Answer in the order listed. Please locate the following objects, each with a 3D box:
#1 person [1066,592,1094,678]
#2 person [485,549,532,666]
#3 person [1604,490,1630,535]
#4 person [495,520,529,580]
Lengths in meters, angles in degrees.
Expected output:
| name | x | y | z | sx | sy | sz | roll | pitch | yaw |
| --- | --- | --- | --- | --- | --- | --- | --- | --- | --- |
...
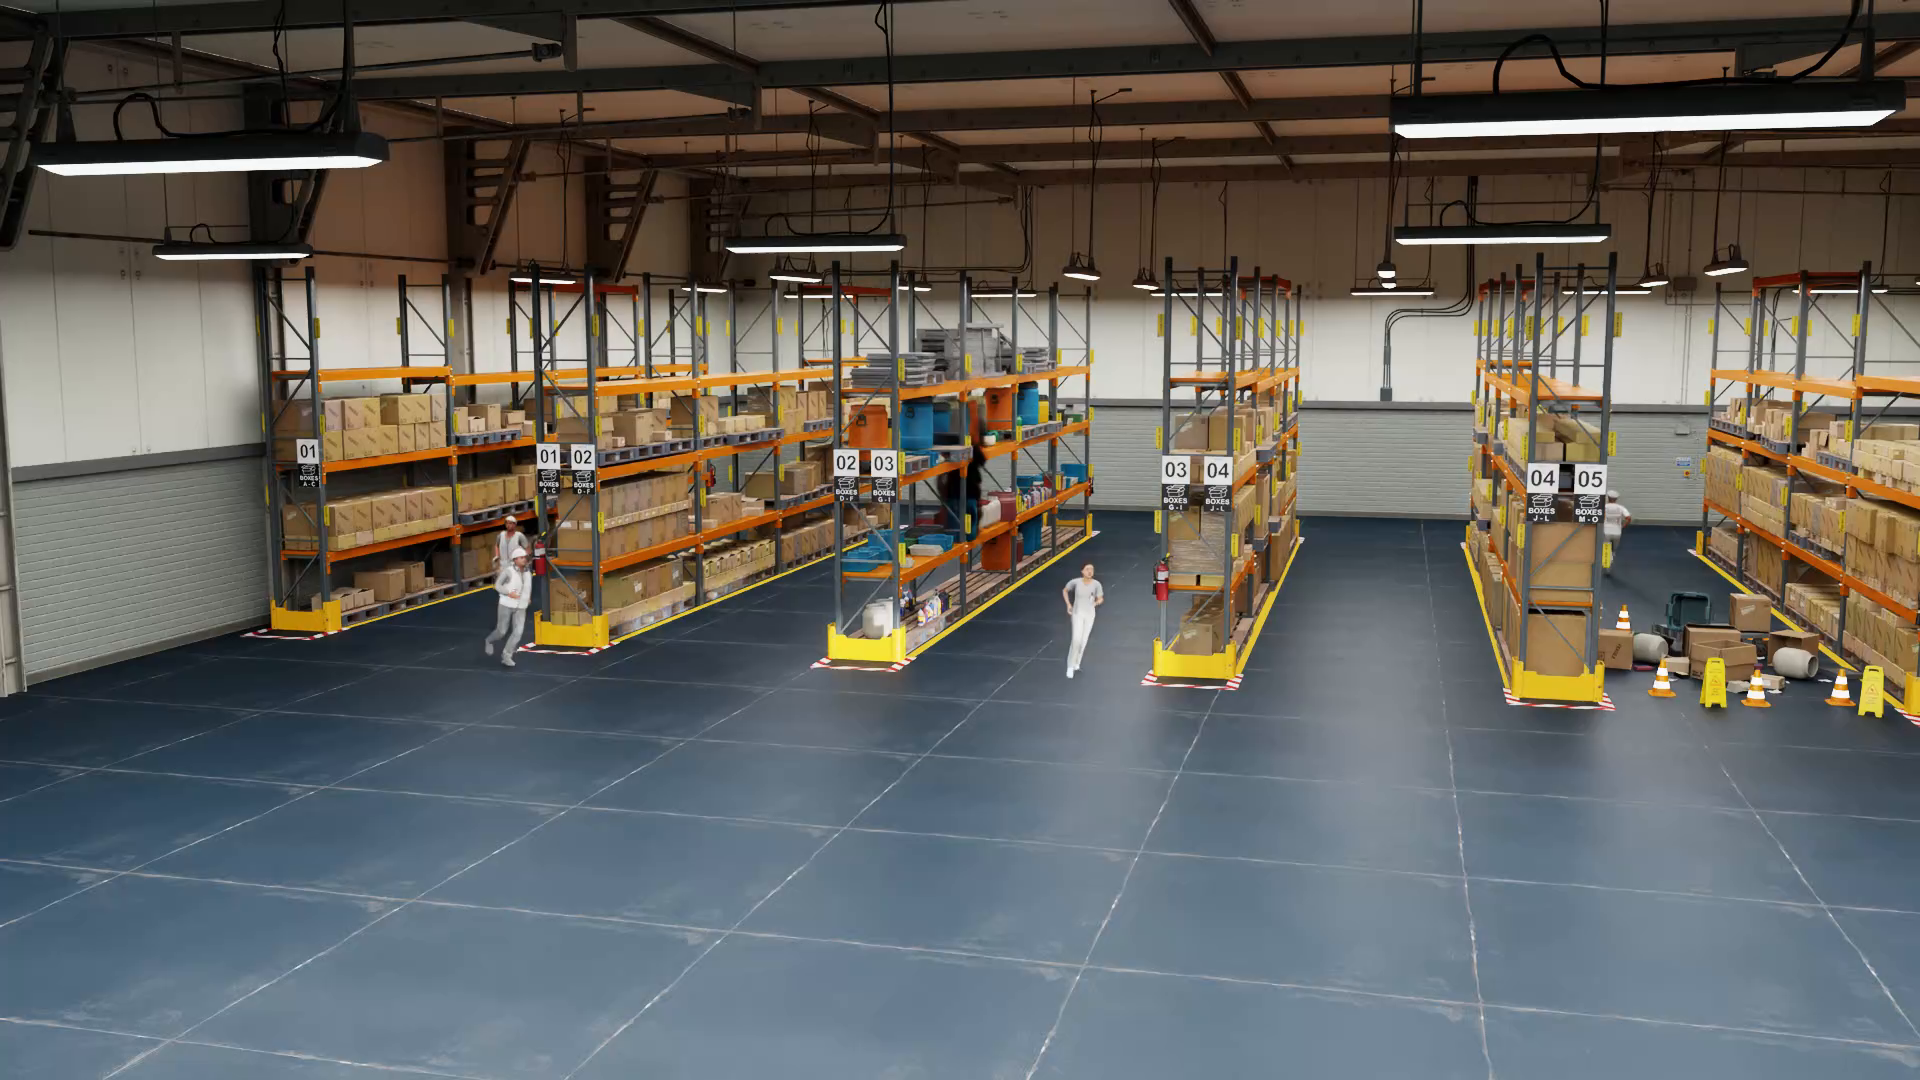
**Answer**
| name | x | y | z | sx | sy | sz | roll | pitch | yaw |
| --- | --- | --- | --- | --- | --- | --- | --- | --- | --- |
| person | 1.728 | 1.355 | 24.204 | 0.432 | 1.260 | 0.666 | -1 | 7 | -7 |
| person | -6.733 | 0.982 | 25.114 | 0.693 | 1.723 | 0.858 | -6 | 10 | -40 |
| person | 13.126 | -0.547 | 33.485 | 0.639 | 0.901 | 0.448 | 1 | 7 | 6 |
| person | -7.851 | 0.448 | 29.043 | 0.653 | 1.644 | 0.544 | 0 | 7 | 2 |
